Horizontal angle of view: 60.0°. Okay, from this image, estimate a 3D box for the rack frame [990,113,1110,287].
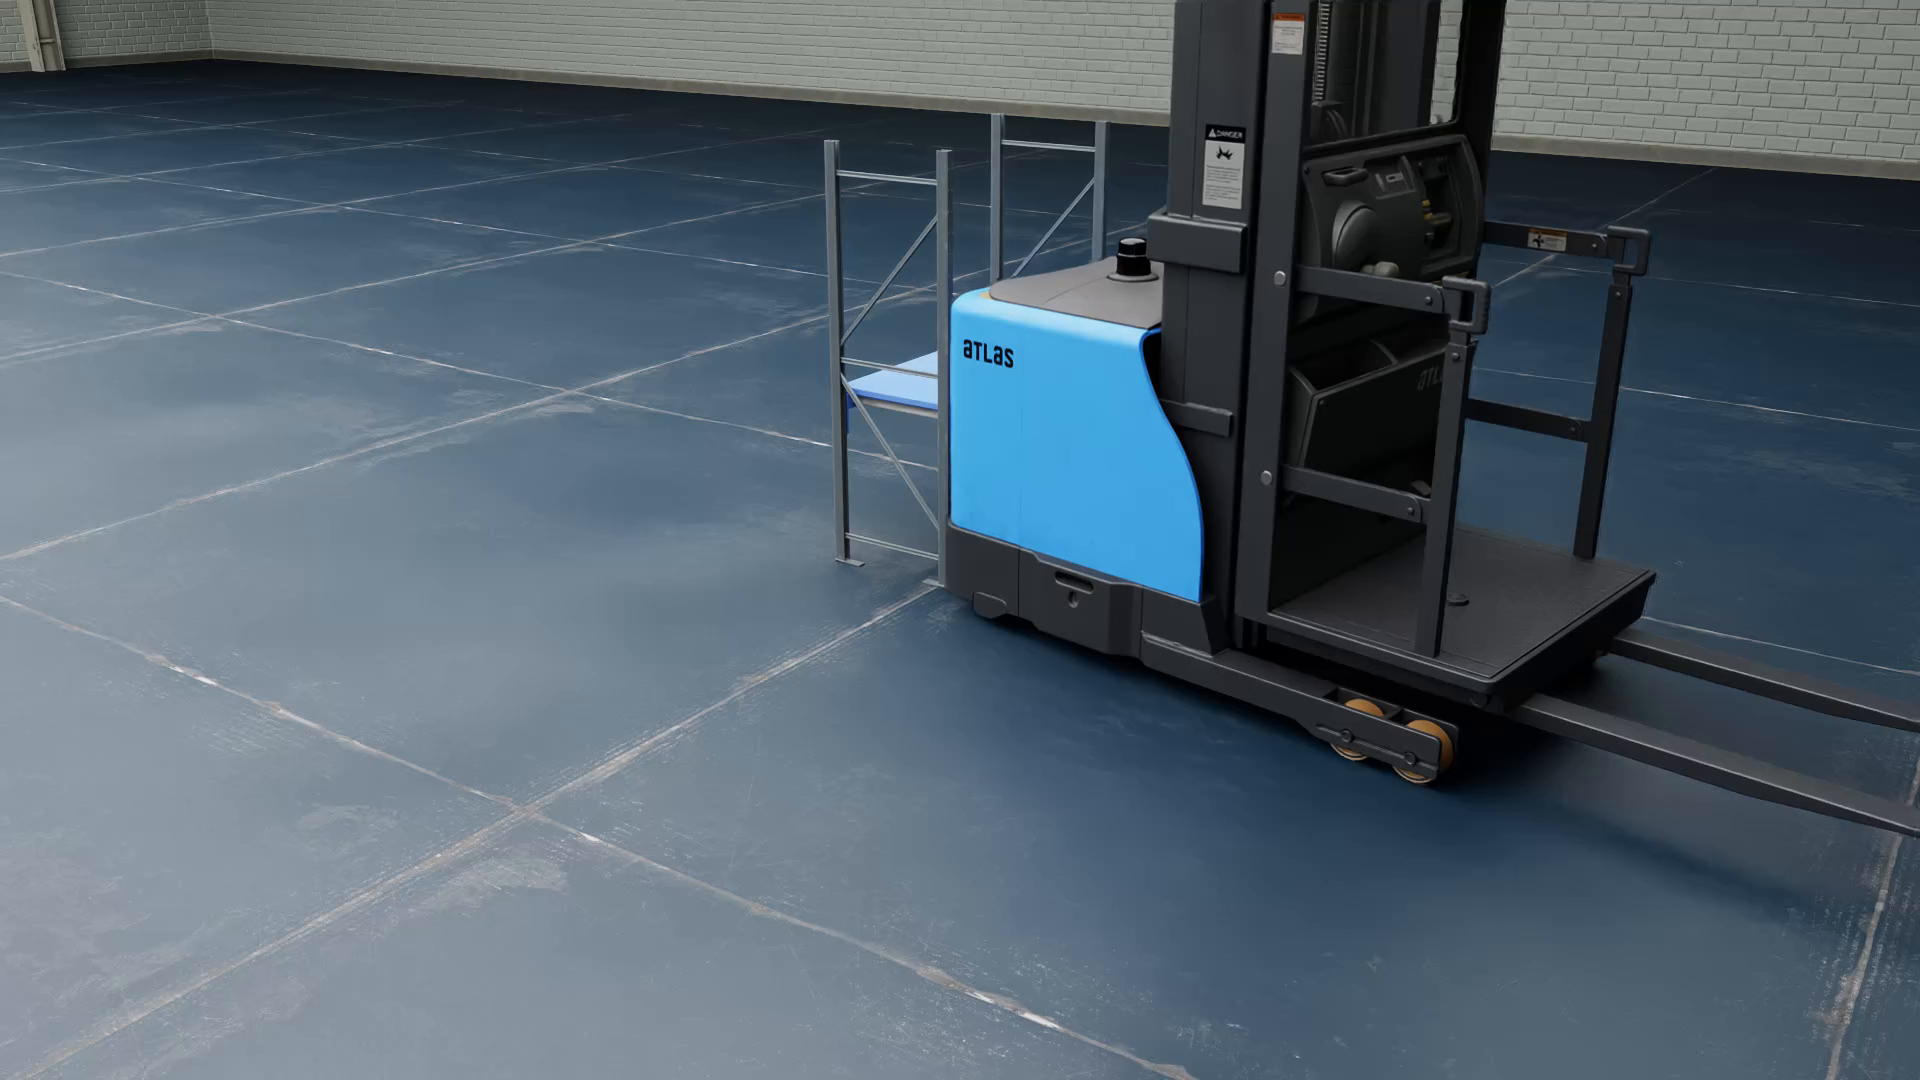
[{"bbox_3d":[0.334,-0.874,6.465,0.500,1.500,0.032,13,24,32],"label":"rack frame"}]

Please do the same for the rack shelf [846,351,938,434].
[{"bbox_3d":[0.048,-0.559,6.133,0.538,0.185,1.000,13,24,32],"label":"rack shelf"}]

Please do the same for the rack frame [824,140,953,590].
[{"bbox_3d":[-0.238,-0.582,5.677,0.500,1.500,0.032,13,24,32],"label":"rack frame"}]

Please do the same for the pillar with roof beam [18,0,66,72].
[{"bbox_3d":[-10.950,-10.859,22.651,9.100,9.000,0.400,13,24,32],"label":"pillar with roof beam"}]

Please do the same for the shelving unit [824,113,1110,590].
[{"bbox_3d":[0.048,-0.728,6.071,0.538,1.500,1.048,13,24,32],"label":"shelving unit"}]

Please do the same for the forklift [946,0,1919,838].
[{"bbox_3d":[1.379,-0.922,4.534,3.031,2.935,1.130,18,27,40],"label":"forklift"}]
